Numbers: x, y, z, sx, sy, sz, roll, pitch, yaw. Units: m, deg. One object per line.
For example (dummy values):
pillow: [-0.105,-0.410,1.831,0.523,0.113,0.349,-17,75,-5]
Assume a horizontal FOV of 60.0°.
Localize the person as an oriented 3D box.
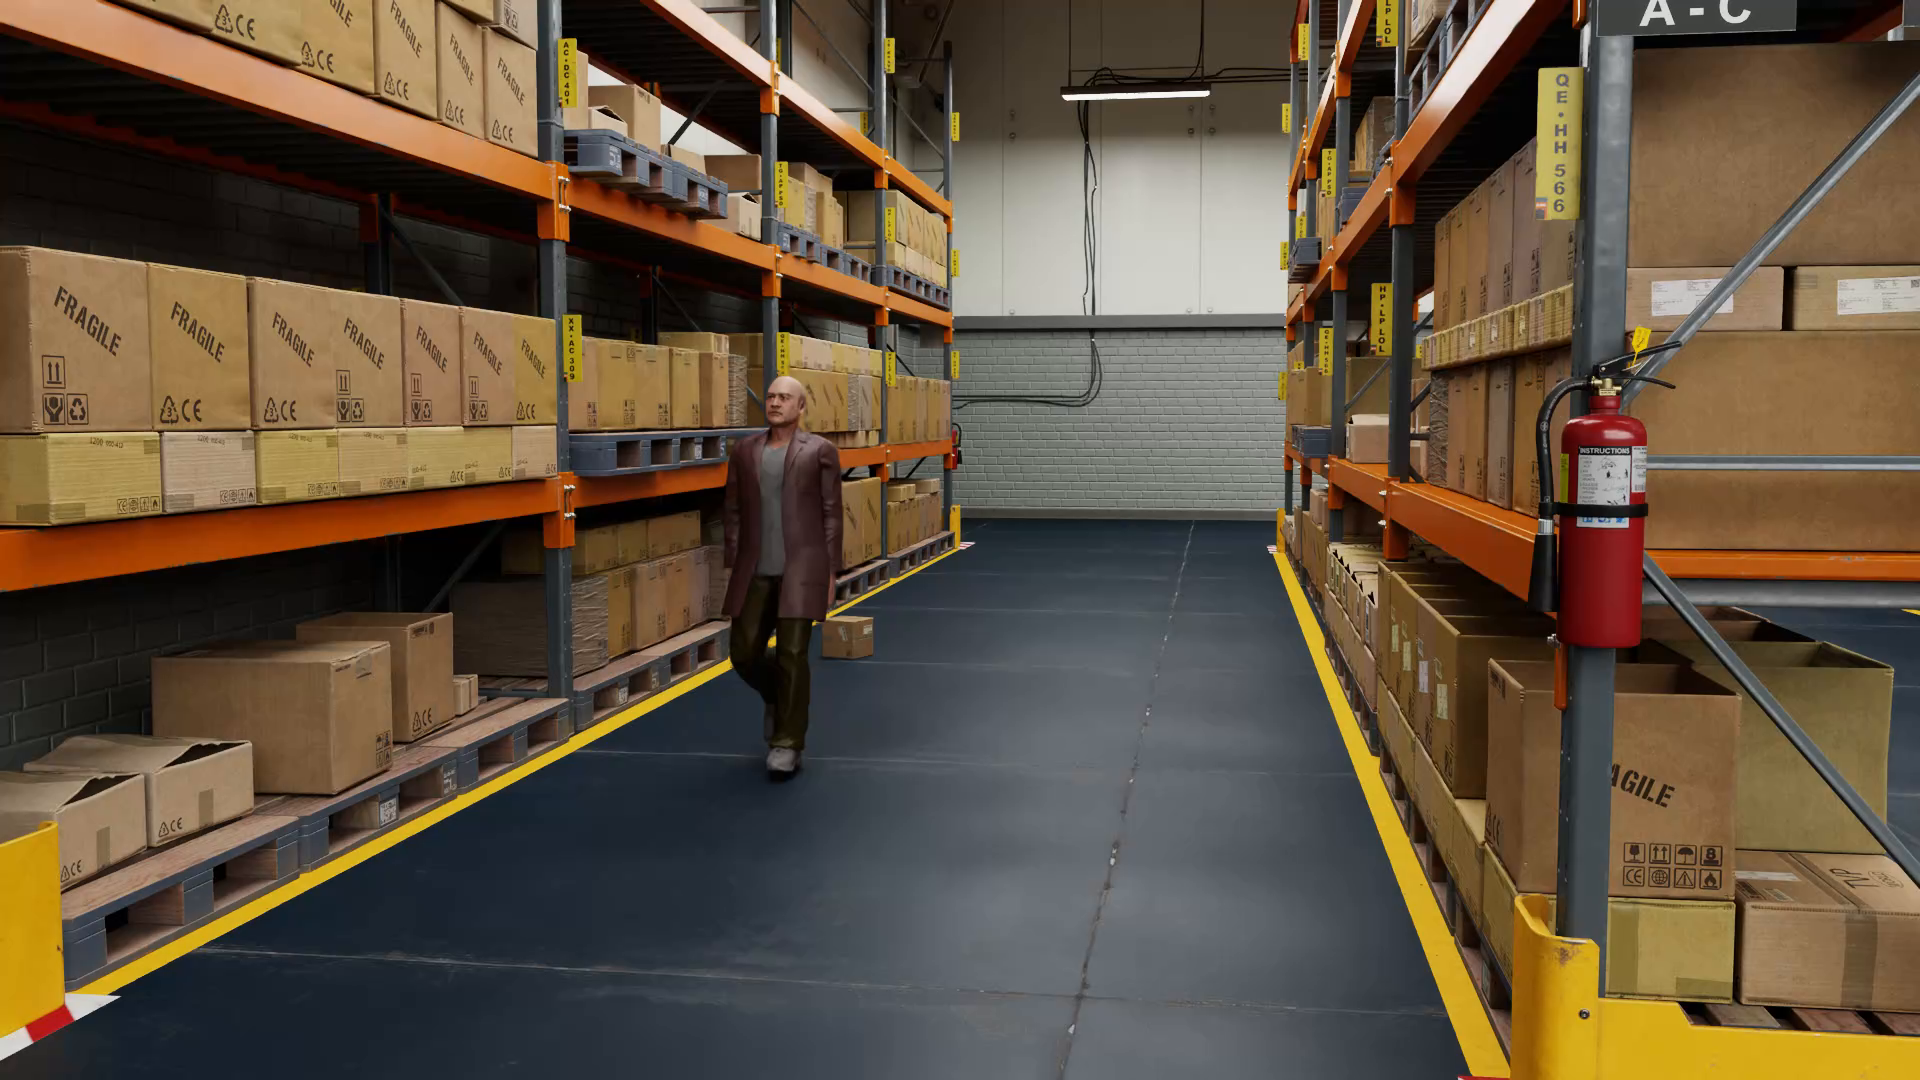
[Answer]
person: [-0.806,0.137,7.573,0.576,1.760,0.722,1,4,11]
